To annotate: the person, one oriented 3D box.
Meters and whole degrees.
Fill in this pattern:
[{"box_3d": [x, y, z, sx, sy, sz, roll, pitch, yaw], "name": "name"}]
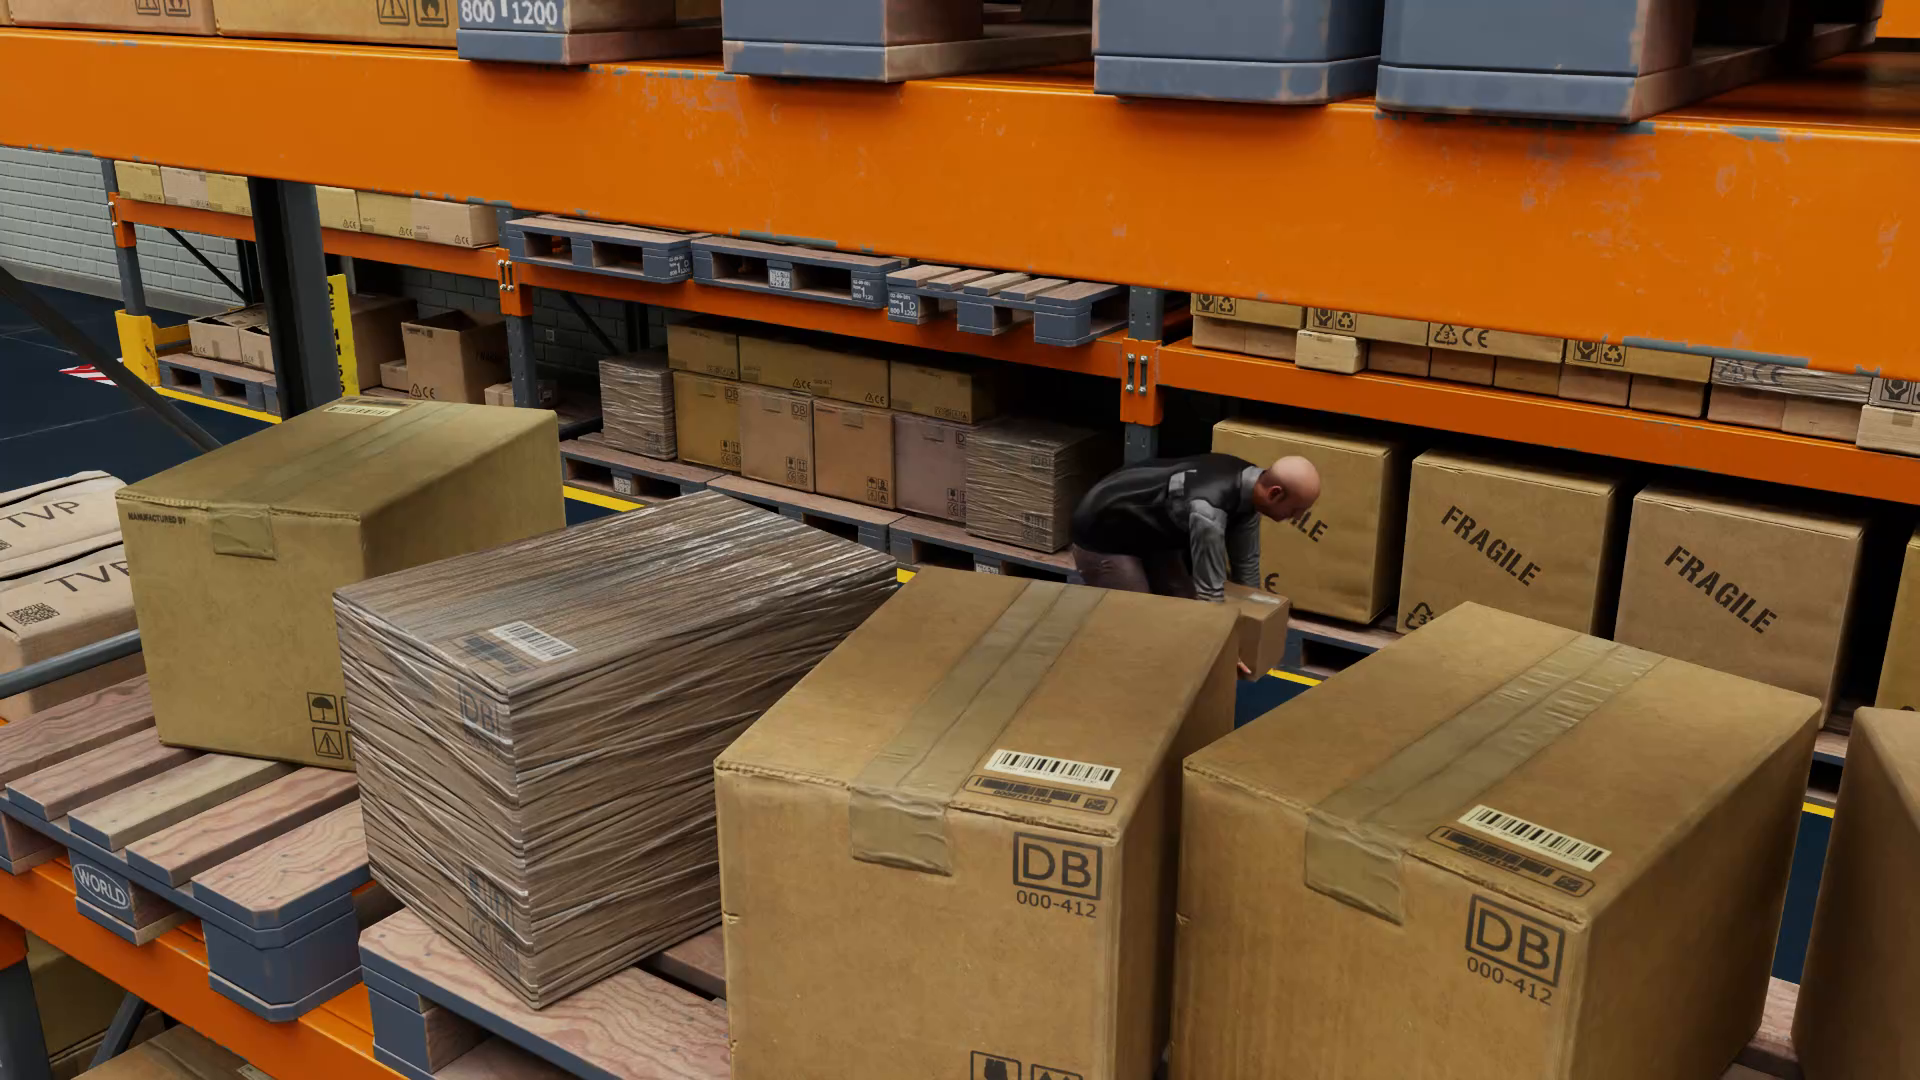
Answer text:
[{"box_3d": [0.761, 0.207, 6.210, 0.708, 1.143, 0.479, 12, 23, 29], "name": "person"}]
